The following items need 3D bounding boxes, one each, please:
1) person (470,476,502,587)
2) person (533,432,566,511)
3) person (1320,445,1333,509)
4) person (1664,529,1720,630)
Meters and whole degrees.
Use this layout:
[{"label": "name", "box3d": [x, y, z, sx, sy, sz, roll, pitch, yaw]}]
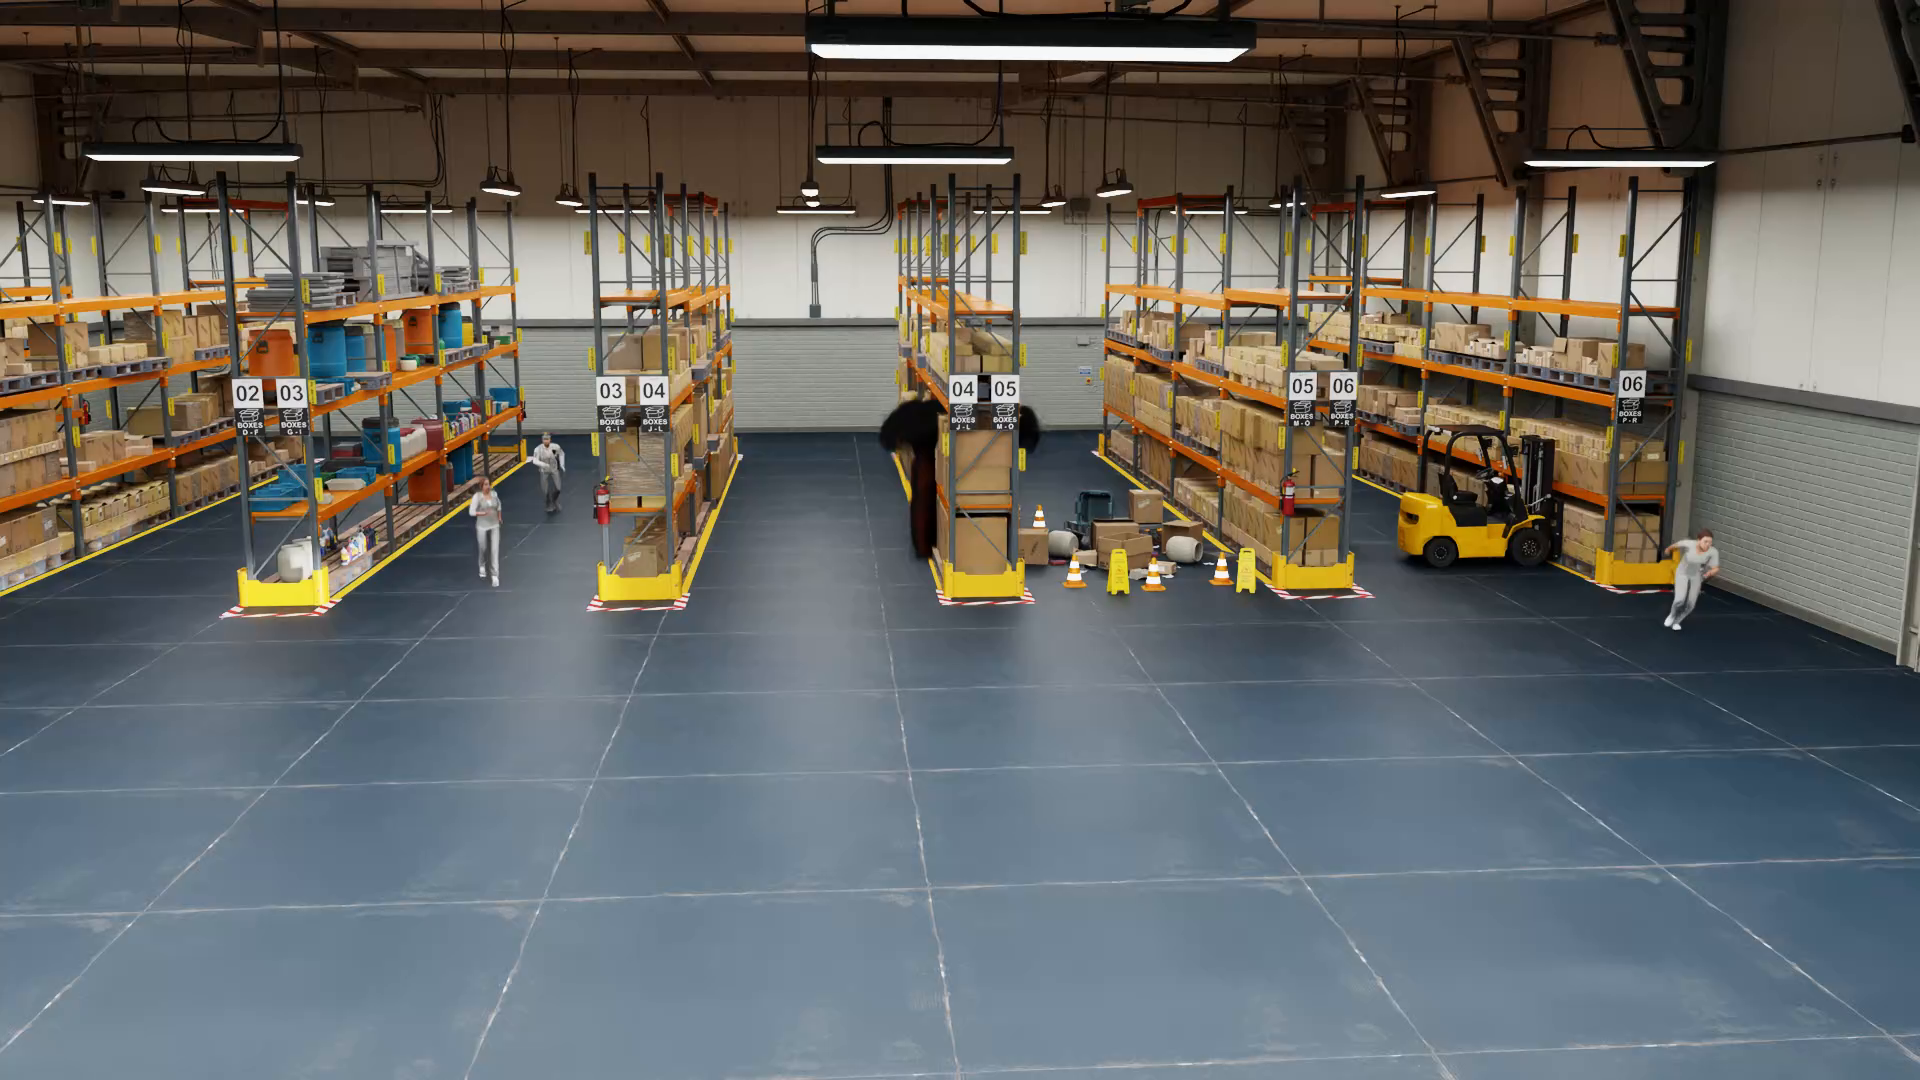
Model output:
[{"label": "person", "box3d": [-7.082, -0.162, 24.872, 0.505, 1.609, 0.861, -5, 11, -24]}, {"label": "person", "box3d": [-7.772, -1.291, 31.485, 0.609, 1.573, 0.784, -3, 11, -19]}, {"label": "person", "box3d": [6.401, -1.064, 29.794, 0.642, 1.777, 0.825, -3, 11, -17]}, {"label": "person", "box3d": [9.494, 0.527, 21.555, 0.548, 1.423, 0.937, 2, 10, 9]}]
